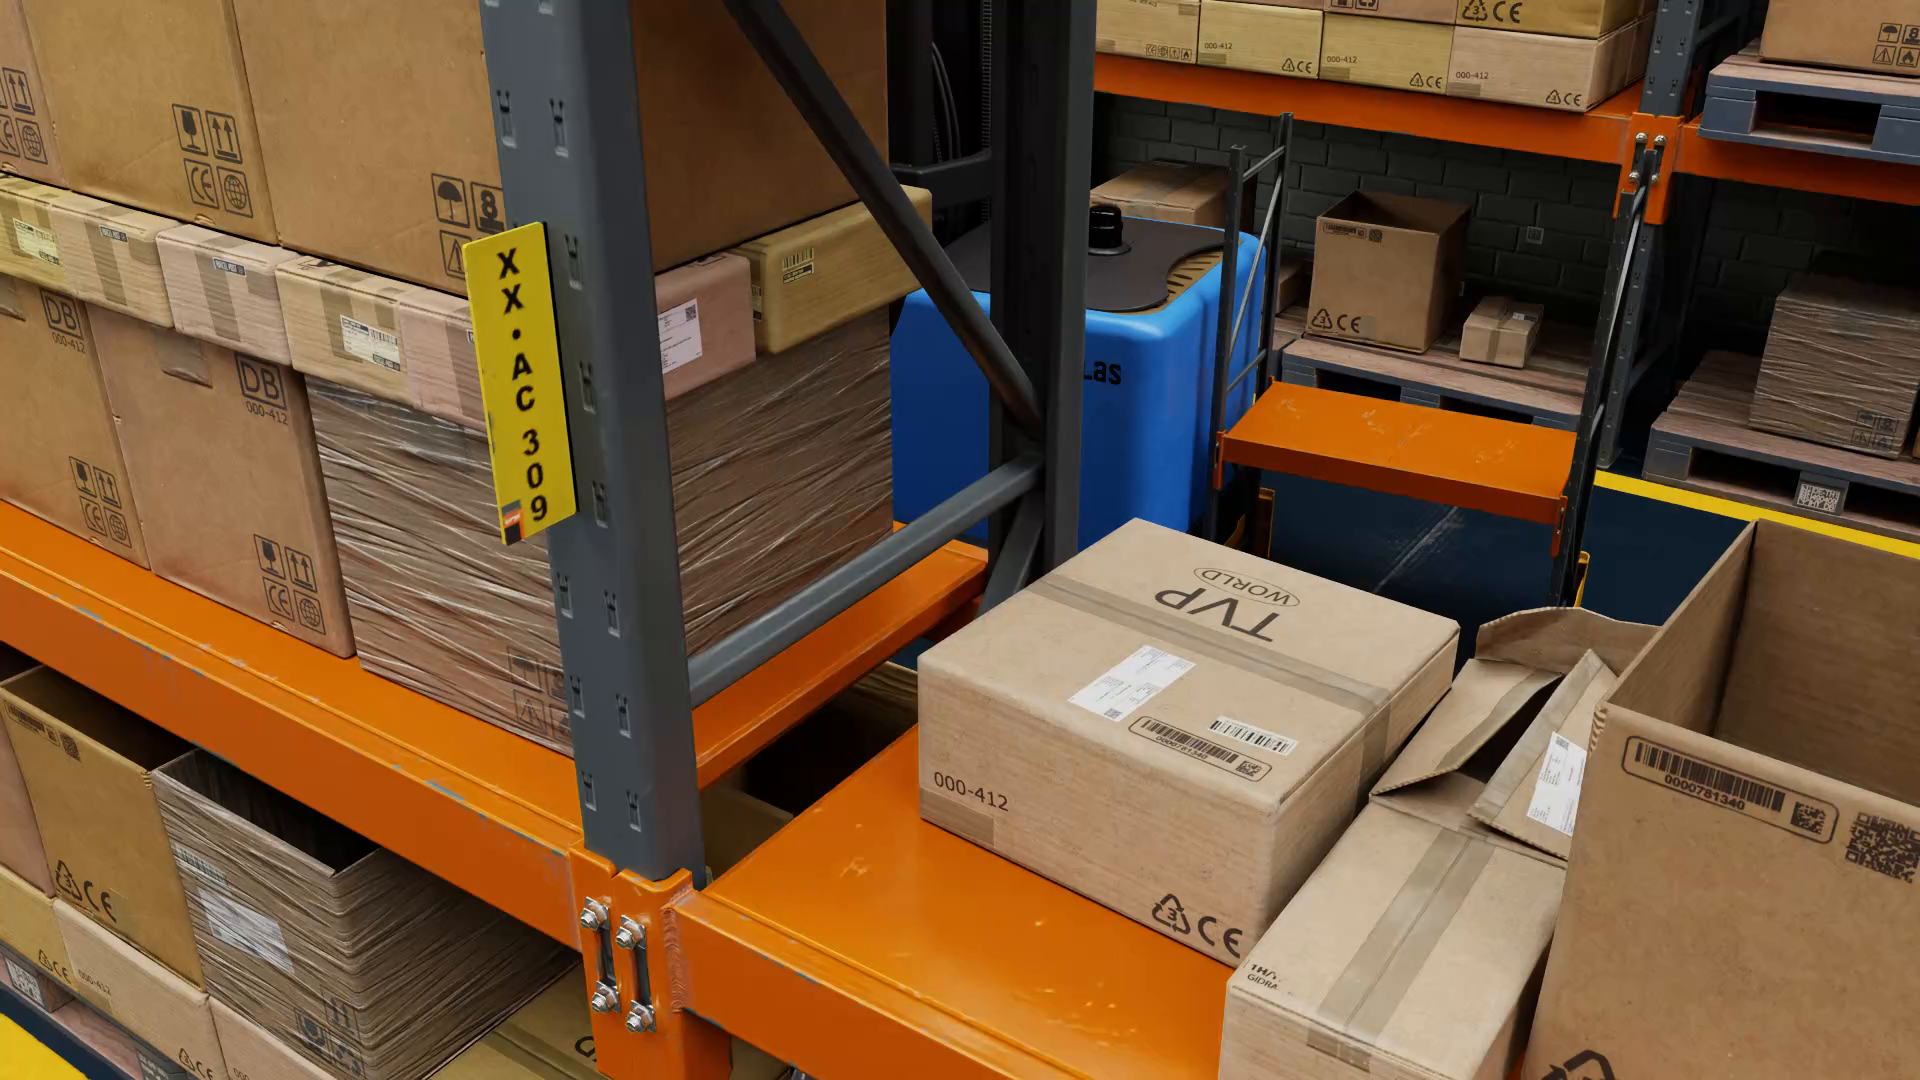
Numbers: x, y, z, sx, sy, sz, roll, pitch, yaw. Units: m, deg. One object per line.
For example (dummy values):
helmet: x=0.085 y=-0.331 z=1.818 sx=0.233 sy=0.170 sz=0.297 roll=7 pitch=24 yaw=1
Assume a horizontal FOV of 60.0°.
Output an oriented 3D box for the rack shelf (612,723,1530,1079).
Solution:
rack shelf: x=1.512 y=0.891 z=1.486 sx=4.000 sy=0.370 sz=1.077 roll=17 pitch=32 yaw=30

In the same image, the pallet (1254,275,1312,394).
pallet: x=1.081 y=-1.026 z=7.533 sx=1.213 sy=0.211 sz=1.003 roll=17 pitch=32 yaw=30

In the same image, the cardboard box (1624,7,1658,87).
cardboard box: x=2.399 y=-1.939 z=6.397 sx=0.500 sy=0.250 sz=0.500 roll=18 pitch=32 yaw=31

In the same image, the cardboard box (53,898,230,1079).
cardboard box: x=-1.470 y=0.803 z=3.434 sx=0.500 sy=0.250 sz=0.500 roll=17 pitch=32 yaw=30

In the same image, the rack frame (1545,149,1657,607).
rack frame: x=1.773 y=-0.295 z=4.676 sx=0.032 sy=1.500 sz=0.500 roll=13 pitch=30 yaw=24

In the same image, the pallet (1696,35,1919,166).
pallet: x=3.212 y=-1.460 z=5.524 sx=1.213 sy=0.211 sz=1.003 roll=17 pitch=32 yaw=30

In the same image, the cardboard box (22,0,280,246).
cardboard box: x=-0.923 y=-0.807 z=2.488 sx=0.500 sy=0.500 sz=0.700 roll=17 pitch=32 yaw=30

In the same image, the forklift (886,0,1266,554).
forklift: x=-0.562 y=-1.434 z=5.337 sx=3.031 sy=2.935 sz=1.130 roll=13 pitch=30 yaw=24

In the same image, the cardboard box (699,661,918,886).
cardboard box: x=-0.342 y=0.525 z=3.154 sx=0.500 sy=0.500 sz=0.500 roll=17 pitch=32 yaw=30

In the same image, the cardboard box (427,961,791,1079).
cardboard box: x=-0.643 y=1.058 z=2.933 sx=0.500 sy=0.250 sz=0.500 roll=17 pitch=32 yaw=30

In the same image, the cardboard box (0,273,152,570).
cardboard box: x=-1.356 y=-0.363 z=3.046 sx=0.500 sy=0.500 sz=0.700 roll=18 pitch=32 yaw=31

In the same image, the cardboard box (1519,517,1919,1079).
cardboard box: x=0.921 y=0.351 z=1.644 sx=0.500 sy=0.500 sz=0.500 roll=20 pitch=33 yaw=34

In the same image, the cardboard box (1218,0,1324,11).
cardboard box: x=1.276 y=-2.338 z=6.353 sx=0.500 sy=0.500 sz=0.500 roll=16 pitch=31 yaw=29

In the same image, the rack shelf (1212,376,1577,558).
rack shelf: x=1.320 y=-0.239 z=4.962 sx=1.000 sy=0.185 sz=0.538 roll=13 pitch=30 yaw=24

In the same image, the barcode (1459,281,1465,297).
barcode: x=2.134 y=-1.084 z=7.153 sx=0.075 sy=0.075 sz=0.001 roll=17 pitch=32 yaw=30

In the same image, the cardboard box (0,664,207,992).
cardboard box: x=-1.463 y=0.464 z=3.274 sx=0.500 sy=0.500 sz=0.500 roll=17 pitch=32 yaw=30

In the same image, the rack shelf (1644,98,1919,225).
rack shelf: x=4.313 y=-0.962 z=5.127 sx=4.000 sy=0.370 sz=1.077 roll=17 pitch=32 yaw=30

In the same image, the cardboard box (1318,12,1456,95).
cardboard box: x=1.697 y=-1.878 z=6.276 sx=0.500 sy=0.250 sz=0.500 roll=17 pitch=32 yaw=31

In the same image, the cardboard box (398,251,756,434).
cardboard box: x=-0.482 y=-0.267 z=2.142 sx=0.250 sy=0.149 sz=0.380 roll=17 pitch=32 yaw=30

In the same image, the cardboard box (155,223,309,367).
cardboard box: x=-0.902 y=-0.397 z=2.398 sx=0.250 sy=0.149 sz=0.380 roll=16 pitch=31 yaw=29

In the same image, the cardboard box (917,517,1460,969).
cardboard box: x=0.294 y=0.234 z=2.149 sx=0.500 sy=0.250 sz=0.500 roll=20 pitch=33 yaw=33

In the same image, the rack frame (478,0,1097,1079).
rack frame: x=-0.135 y=0.055 z=2.334 sx=0.053 sy=2.616 sz=0.949 roll=17 pitch=32 yaw=30

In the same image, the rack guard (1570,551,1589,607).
rack guard: x=1.772 y=0.262 z=4.960 sx=0.087 sy=0.250 sz=0.587 roll=13 pitch=30 yaw=24

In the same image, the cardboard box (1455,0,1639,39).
cardboard box: x=2.100 y=-2.078 z=5.843 sx=0.500 sy=0.500 sz=0.500 roll=17 pitch=32 yaw=30

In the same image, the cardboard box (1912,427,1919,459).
cardboard box: x=3.735 y=-0.582 z=5.857 sx=0.500 sy=0.500 sz=0.700 roll=17 pitch=31 yaw=29

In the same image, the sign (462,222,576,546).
sign: x=-0.450 y=-0.157 z=1.709 sx=0.005 sy=0.325 sz=0.100 roll=17 pitch=32 yaw=30

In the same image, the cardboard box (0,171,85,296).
cardboard box: x=-1.320 y=-0.529 z=2.656 sx=0.250 sy=0.149 sz=0.380 roll=17 pitch=32 yaw=30

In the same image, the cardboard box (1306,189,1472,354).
cardboard box: x=1.787 y=-1.130 z=6.934 sx=0.500 sy=0.500 sz=0.500 roll=15 pitch=30 yaw=27

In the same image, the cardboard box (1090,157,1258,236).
cardboard box: x=0.933 y=-1.341 z=7.348 sx=0.500 sy=0.500 sz=0.700 roll=15 pitch=31 yaw=27

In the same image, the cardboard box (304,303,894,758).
cardboard box: x=-0.506 y=-0.100 z=2.528 sx=0.500 sy=0.500 sz=0.700 roll=16 pitch=31 yaw=29

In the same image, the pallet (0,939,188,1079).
pallet: x=-1.778 y=0.766 z=4.011 sx=1.213 sy=0.211 sz=1.003 roll=17 pitch=32 yaw=30

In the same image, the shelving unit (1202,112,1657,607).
shelving unit: x=1.328 y=-0.397 z=4.877 sx=1.083 sy=1.500 sz=0.587 roll=13 pitch=30 yaw=24

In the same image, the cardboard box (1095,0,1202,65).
cardboard box: x=0.858 y=-2.130 z=6.771 sx=0.500 sy=0.250 sz=0.500 roll=18 pitch=32 yaw=31
